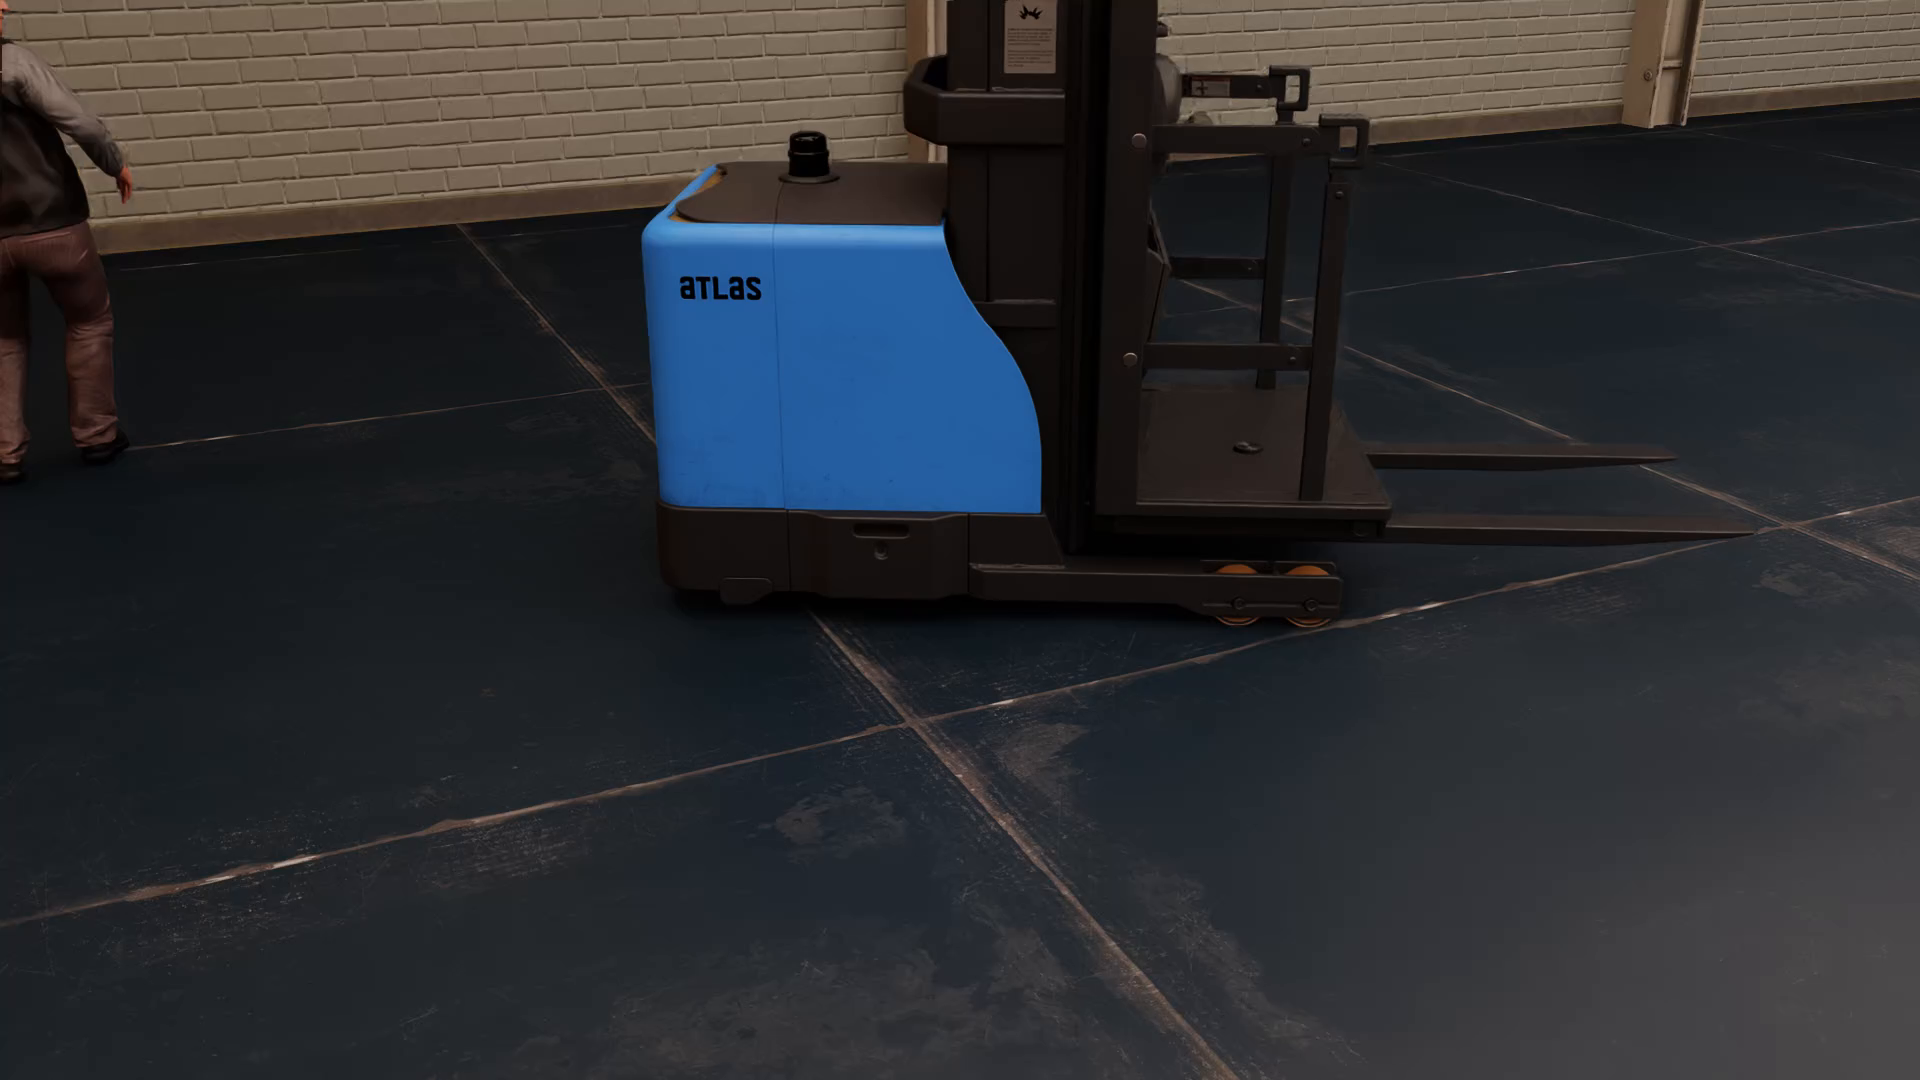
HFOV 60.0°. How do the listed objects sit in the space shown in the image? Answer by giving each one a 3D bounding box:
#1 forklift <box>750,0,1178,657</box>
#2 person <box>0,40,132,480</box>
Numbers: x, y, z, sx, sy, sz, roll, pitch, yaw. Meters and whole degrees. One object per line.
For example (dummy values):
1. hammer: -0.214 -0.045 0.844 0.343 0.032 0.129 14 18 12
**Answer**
1. forklift: -0.076 -1.580 5.089 1.130 2.935 3.031 -1 23 -3
2. person: -3.144 -1.036 5.360 0.524 1.723 0.374 1 23 2
